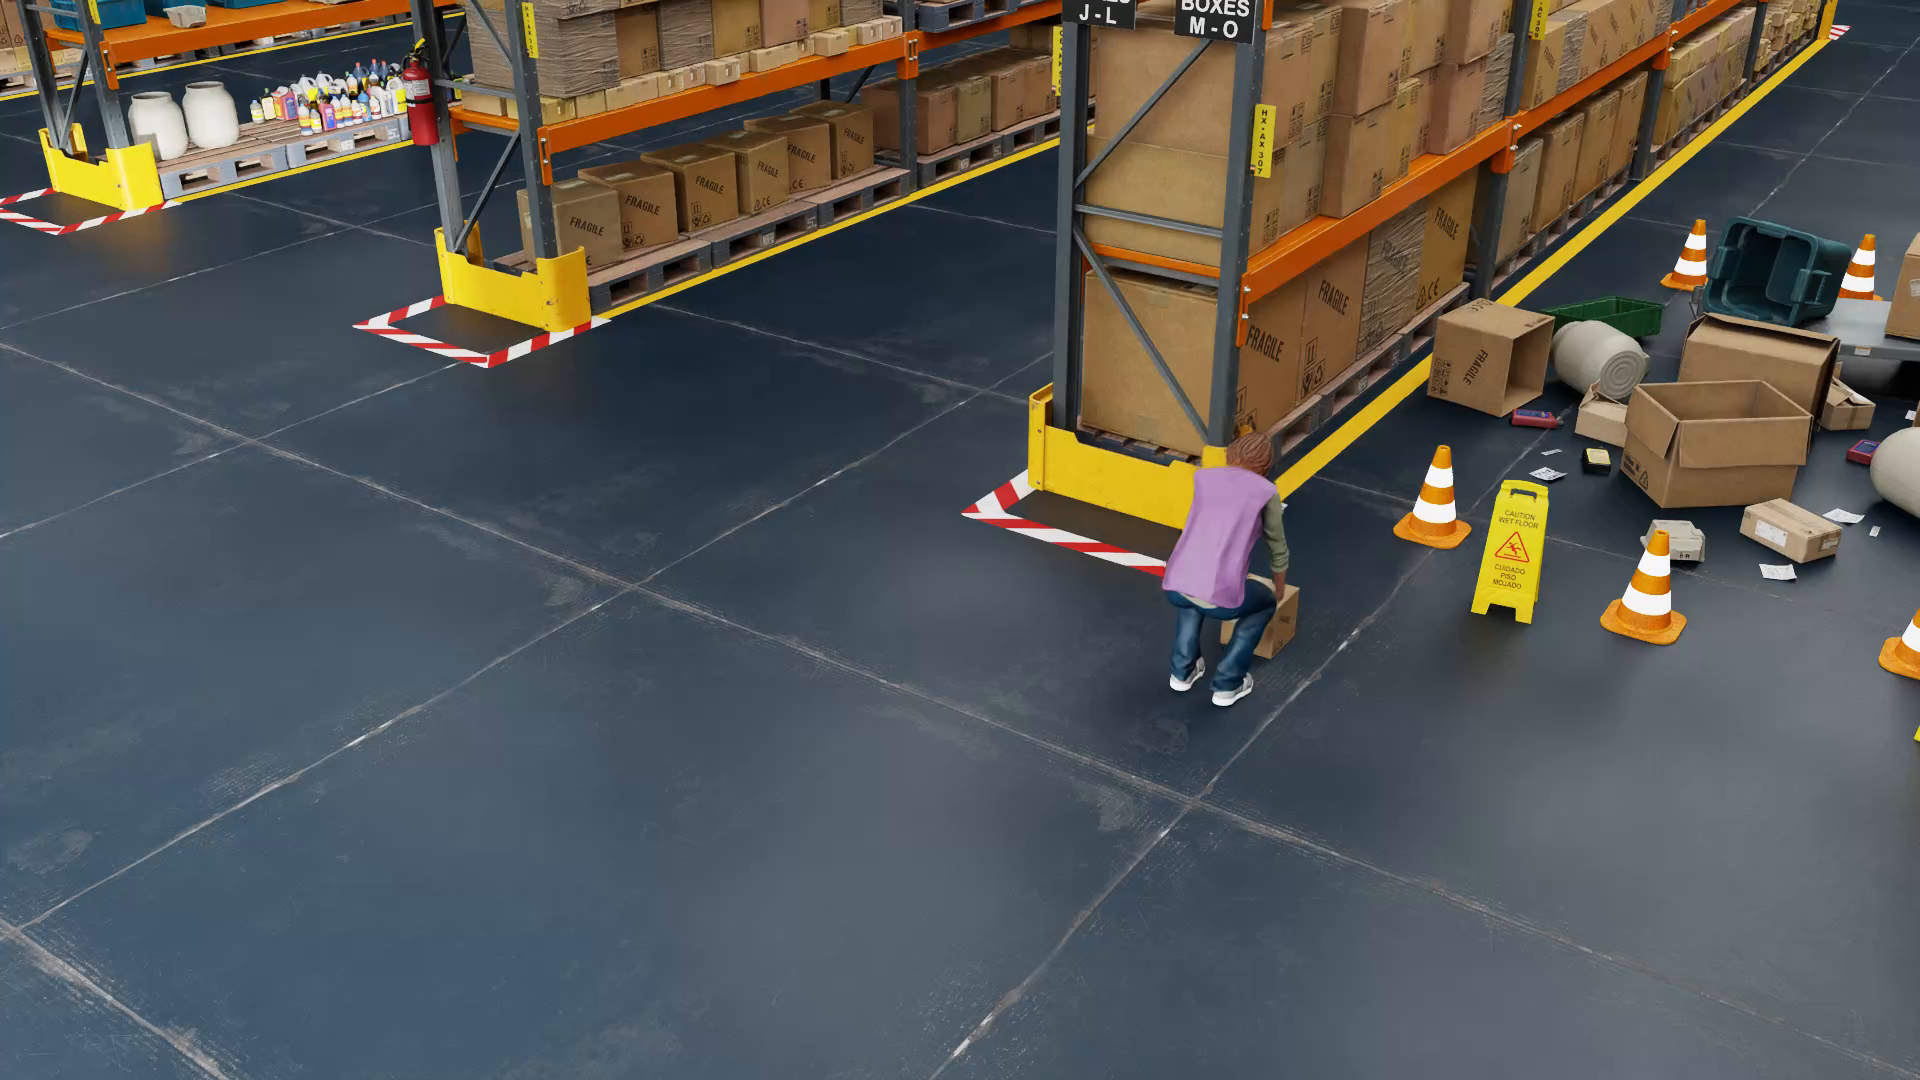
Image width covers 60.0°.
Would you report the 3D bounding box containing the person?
[{"bbox_3d":[1.093,0.133,6.973,0.458,1.048,0.762,17,32,30],"label":"person"}]
